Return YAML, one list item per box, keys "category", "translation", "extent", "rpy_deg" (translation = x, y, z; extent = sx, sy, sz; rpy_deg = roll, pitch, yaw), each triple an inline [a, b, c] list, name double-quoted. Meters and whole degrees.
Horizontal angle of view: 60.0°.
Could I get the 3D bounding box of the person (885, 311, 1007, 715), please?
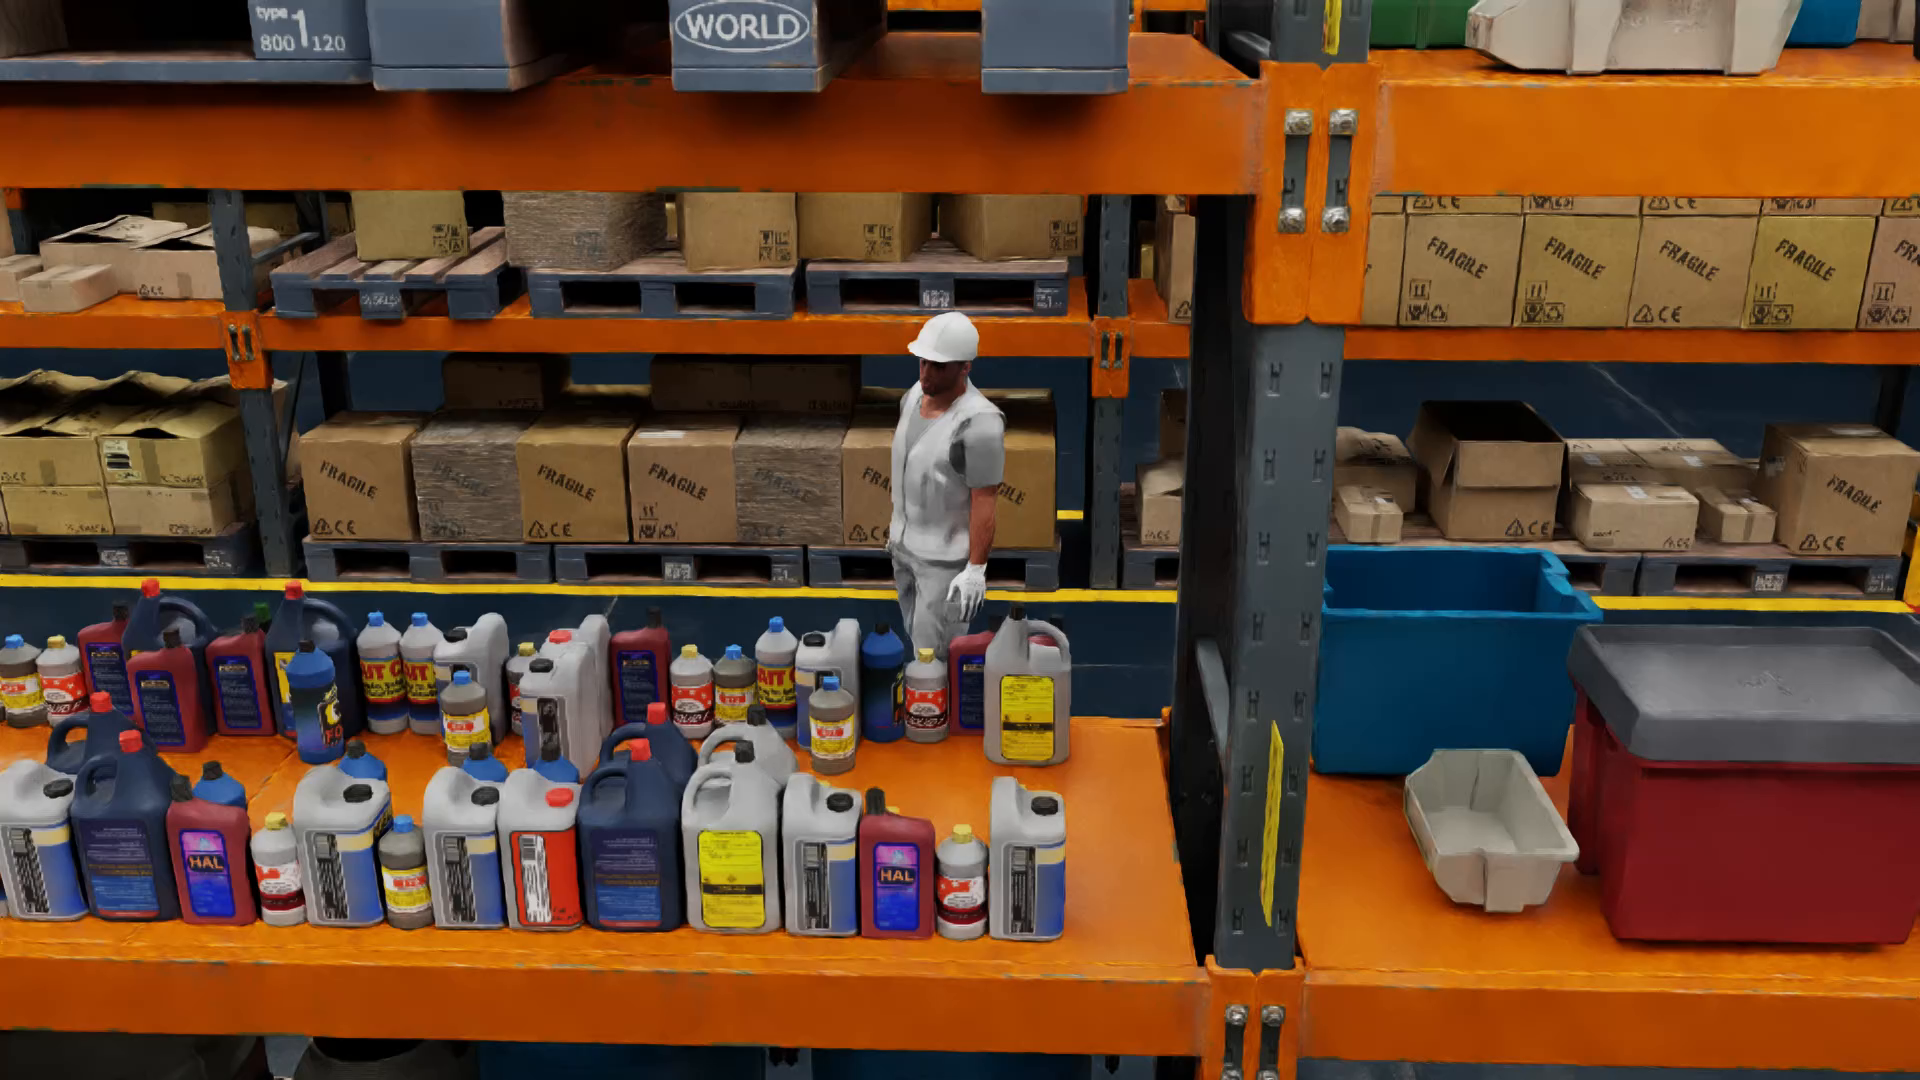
- category: "person"
  translation: [-0.047, -0.002, 6.076]
  extent: [0.508, 1.764, 0.721]
  rpy_deg: [-13, 24, -30]
